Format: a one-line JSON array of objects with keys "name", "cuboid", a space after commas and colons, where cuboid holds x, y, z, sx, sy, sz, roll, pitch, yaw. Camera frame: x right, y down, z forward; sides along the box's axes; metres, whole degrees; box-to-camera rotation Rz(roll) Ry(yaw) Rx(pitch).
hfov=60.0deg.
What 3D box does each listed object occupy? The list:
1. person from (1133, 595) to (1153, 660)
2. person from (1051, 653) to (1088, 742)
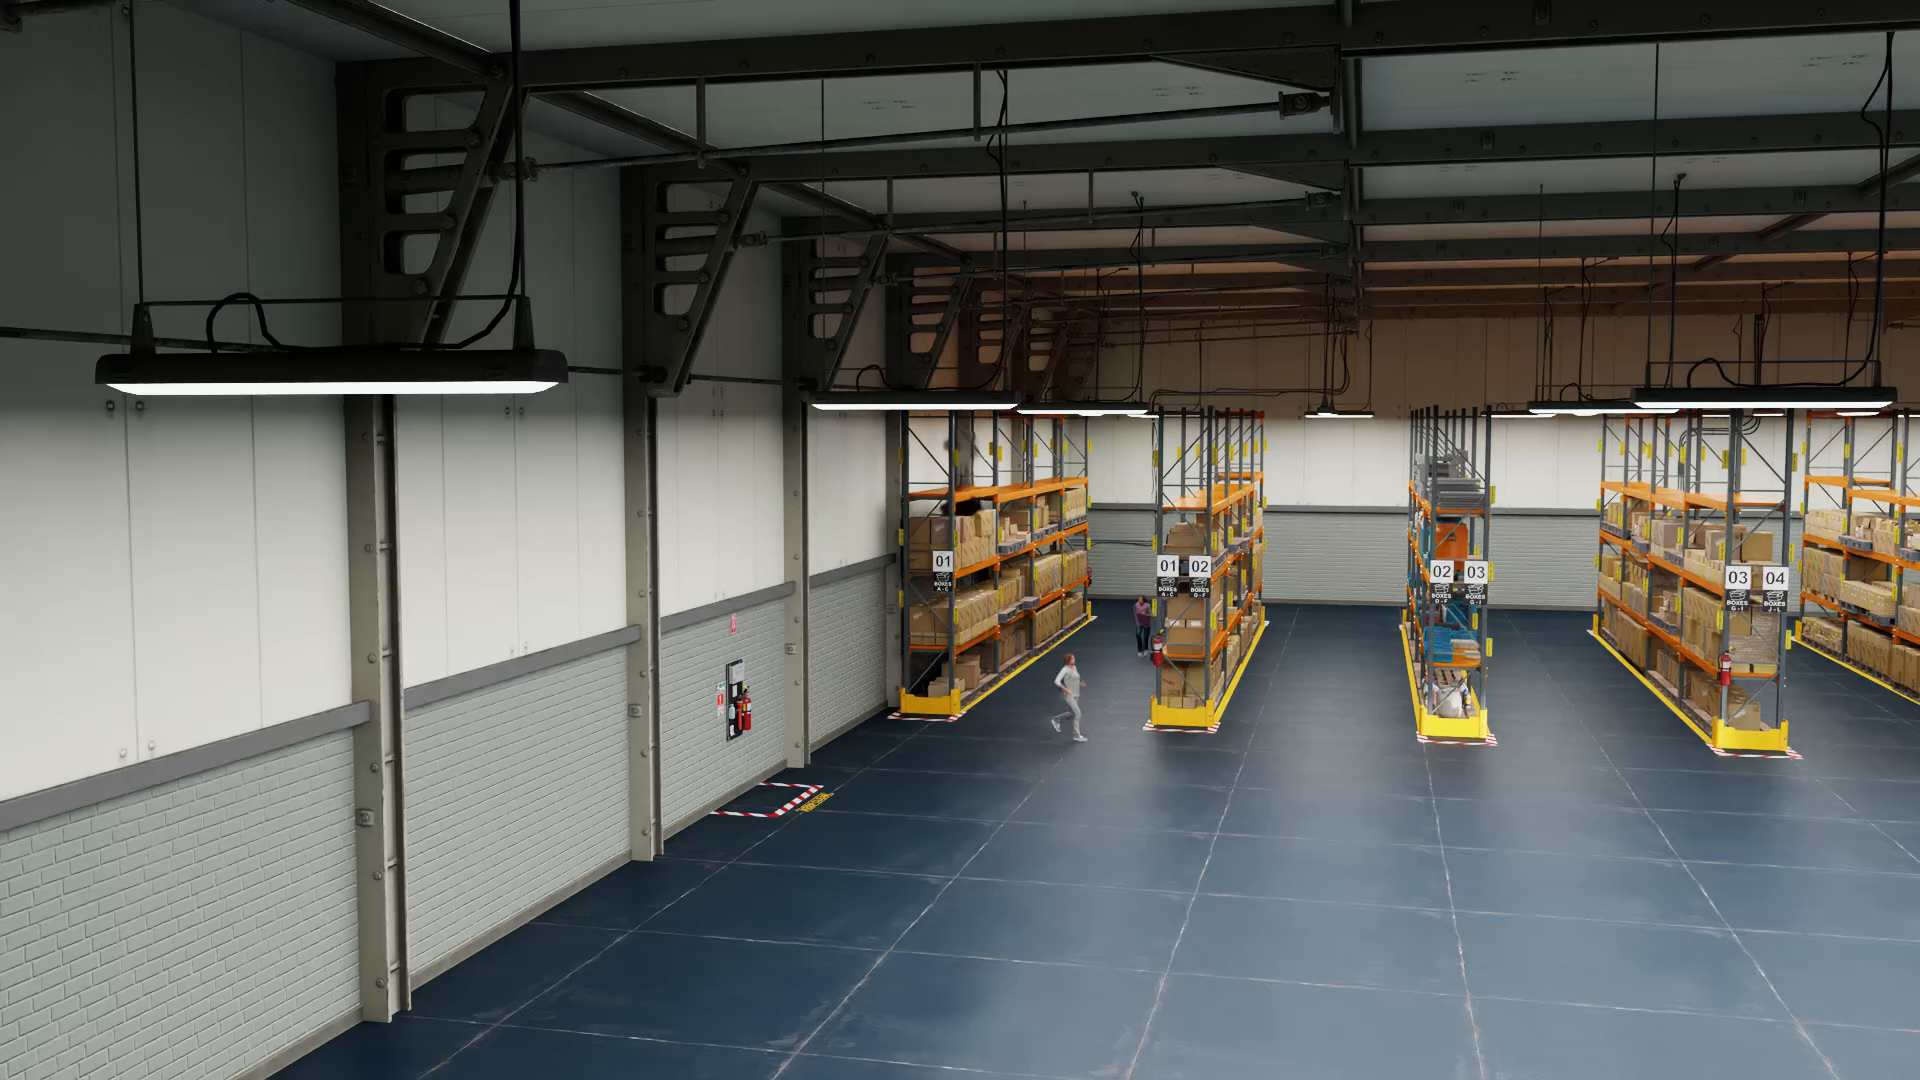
[{"name": "person", "cuboid": [4.405, 2.074, 39.944, 0.530, 1.564, 0.859, 1, 4, 15]}, {"name": "person", "cuboid": [1.944, 2.844, 29.787, 0.779, 1.474, 0.548, 3, 5, 32]}]
